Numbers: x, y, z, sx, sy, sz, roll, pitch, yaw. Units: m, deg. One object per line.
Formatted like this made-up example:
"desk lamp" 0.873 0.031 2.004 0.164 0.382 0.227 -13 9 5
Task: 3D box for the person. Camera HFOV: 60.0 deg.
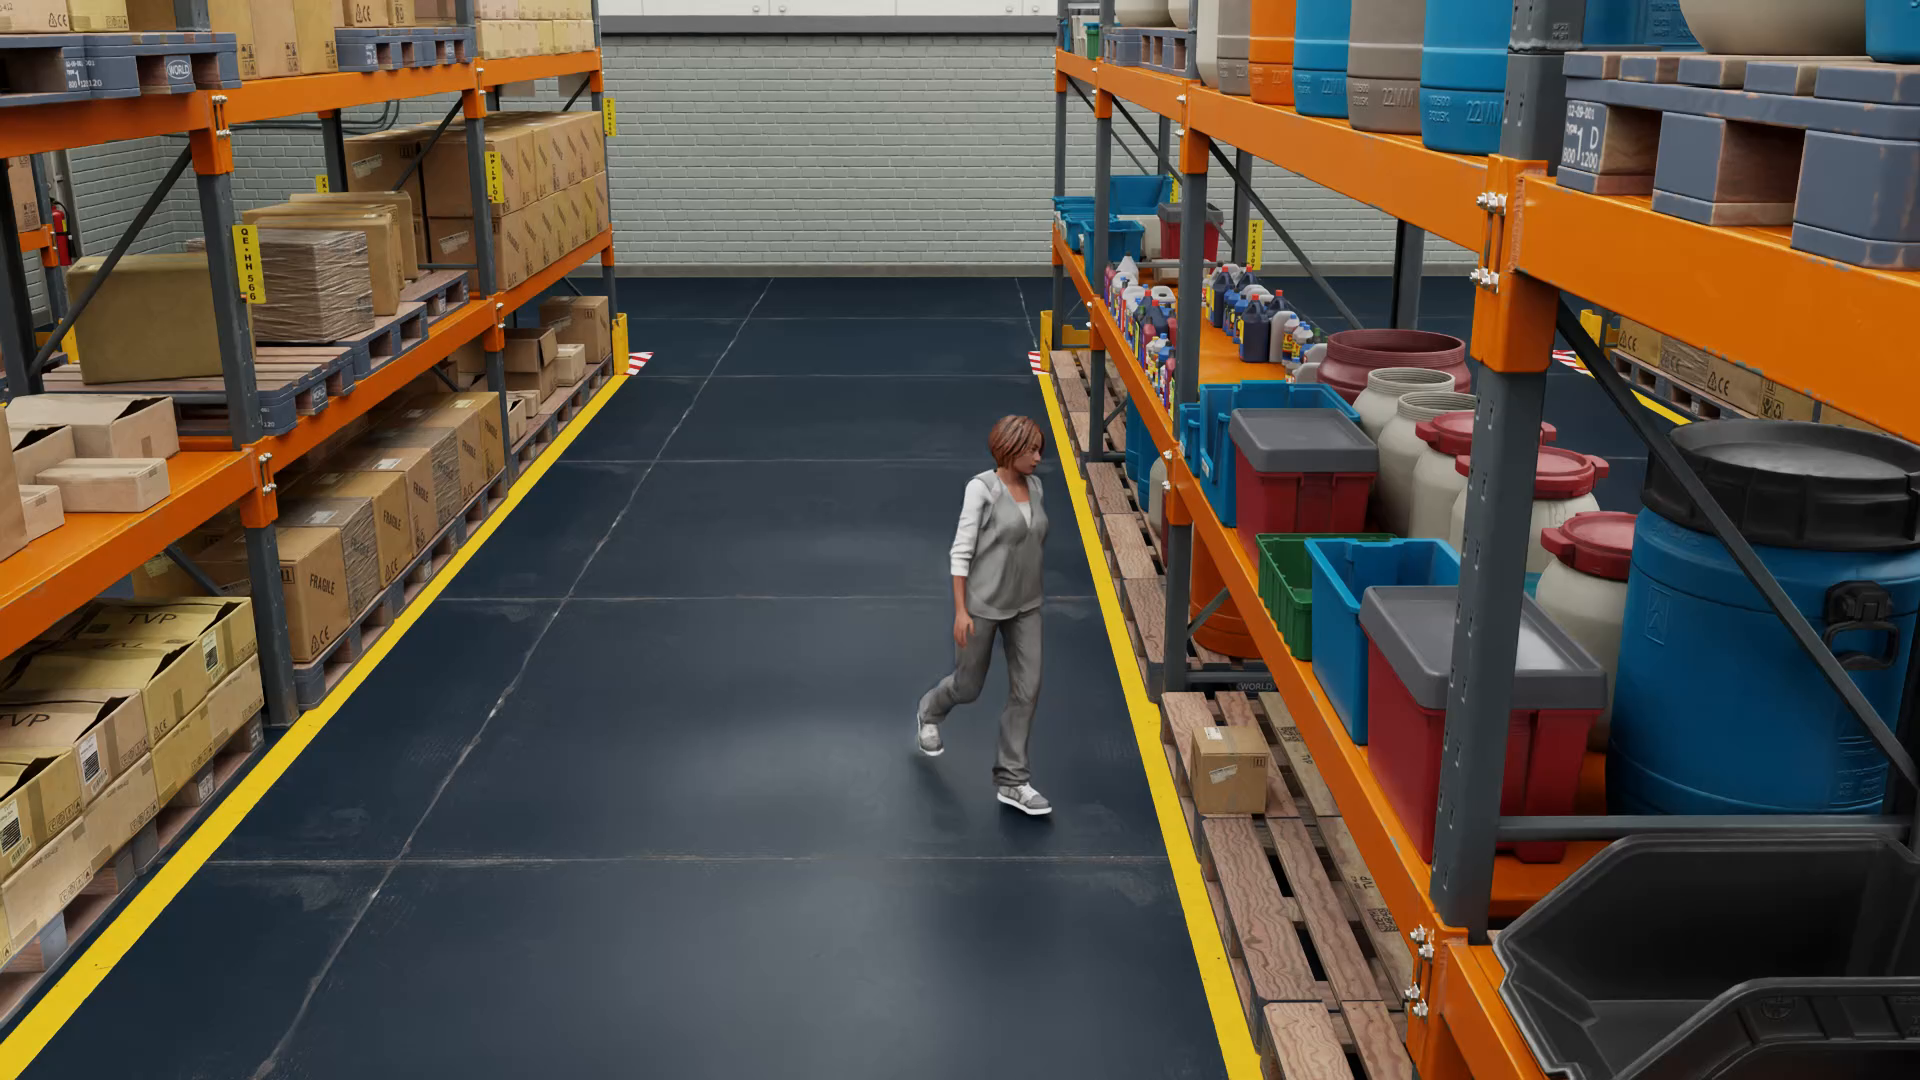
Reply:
"person" 0.124 0.267 6.714 0.480 1.550 0.824 -11 20 -31
